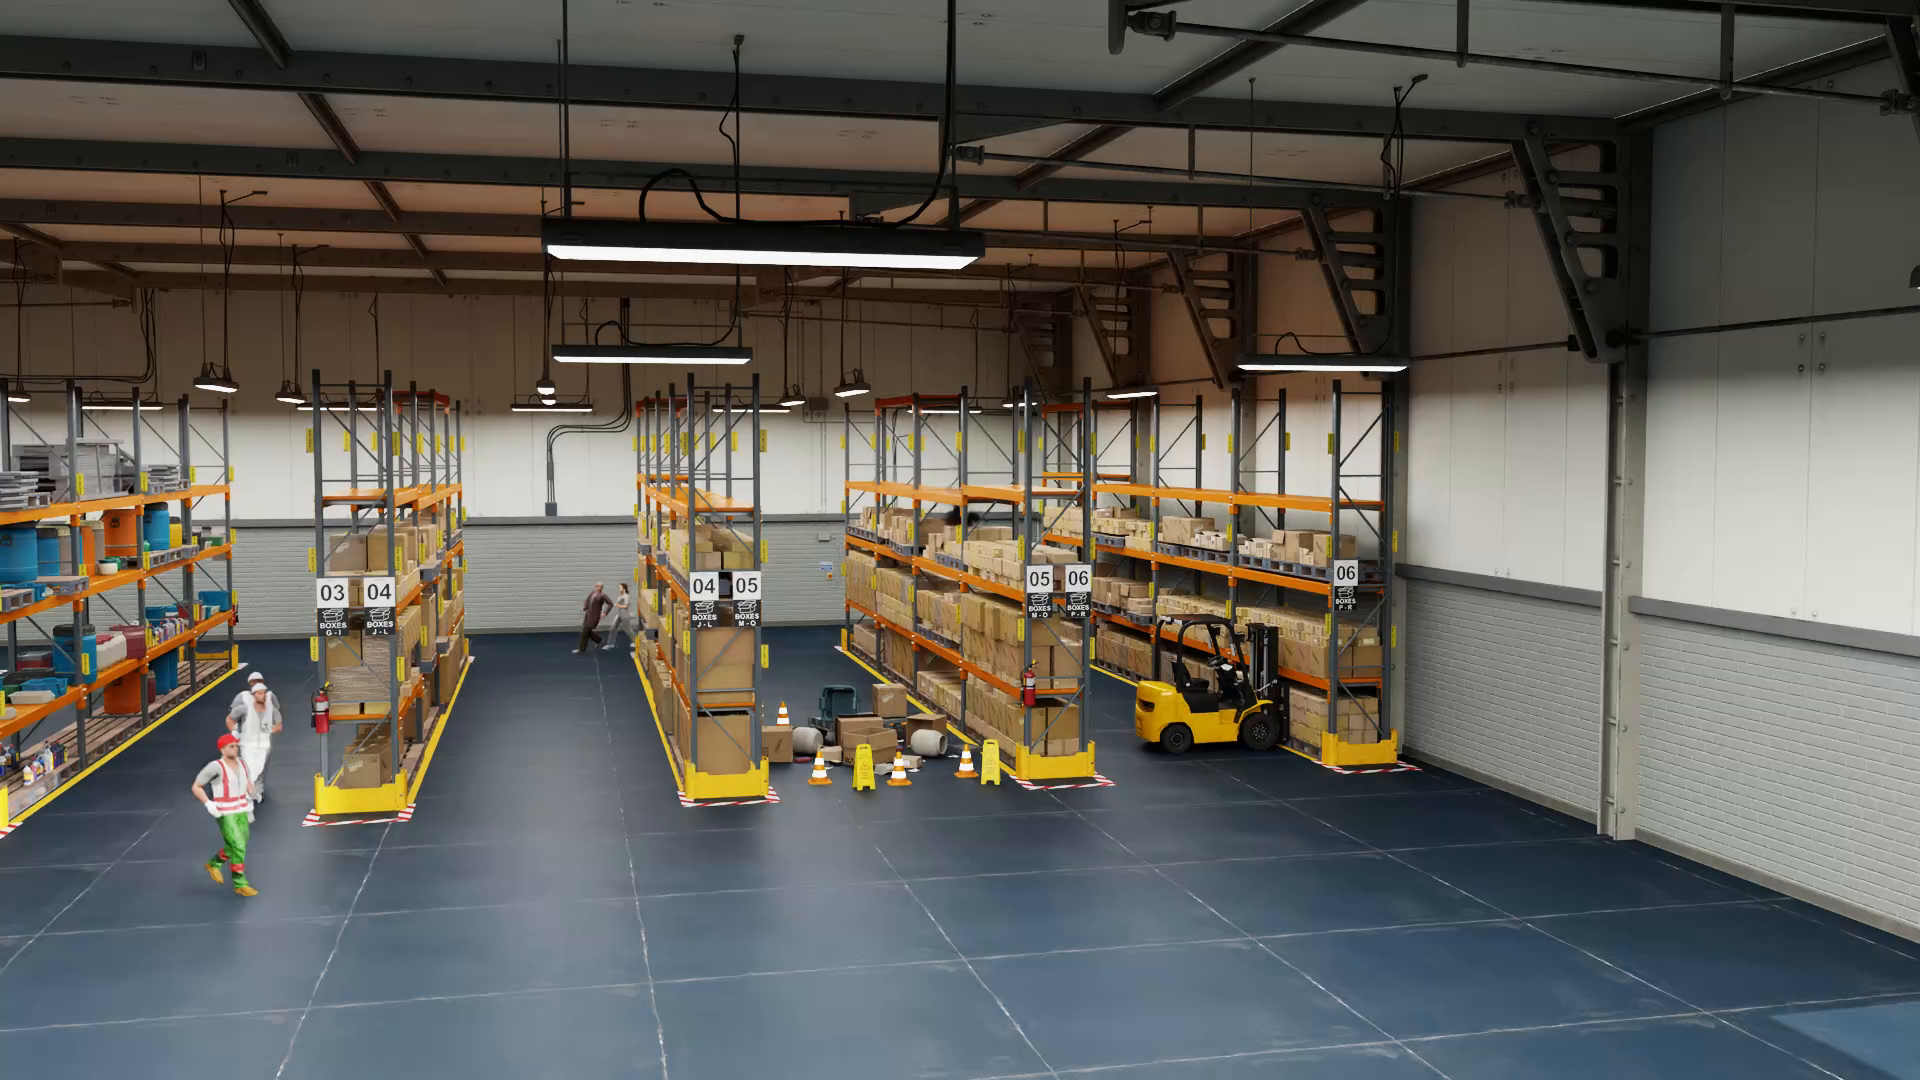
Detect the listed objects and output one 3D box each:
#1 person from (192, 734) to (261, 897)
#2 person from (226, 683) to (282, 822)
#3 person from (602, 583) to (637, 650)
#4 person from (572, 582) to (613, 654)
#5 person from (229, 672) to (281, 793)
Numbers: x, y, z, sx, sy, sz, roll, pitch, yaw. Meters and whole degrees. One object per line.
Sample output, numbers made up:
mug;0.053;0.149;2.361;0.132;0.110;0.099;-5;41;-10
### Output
person;-8.153;3.040;18.495;0.828;1.778;0.677;1;4;21
person;-9.502;2.836;22.436;0.823;1.831;0.657;3;5;44
person;-8.118;1.840;40.147;0.925;1.633;0.624;-2;4;-32
person;-8.730;1.856;39.502;0.773;1.712;0.964;3;5;44
person;-10.068;2.759;23.795;0.675;1.732;0.594;-2;4;-31
